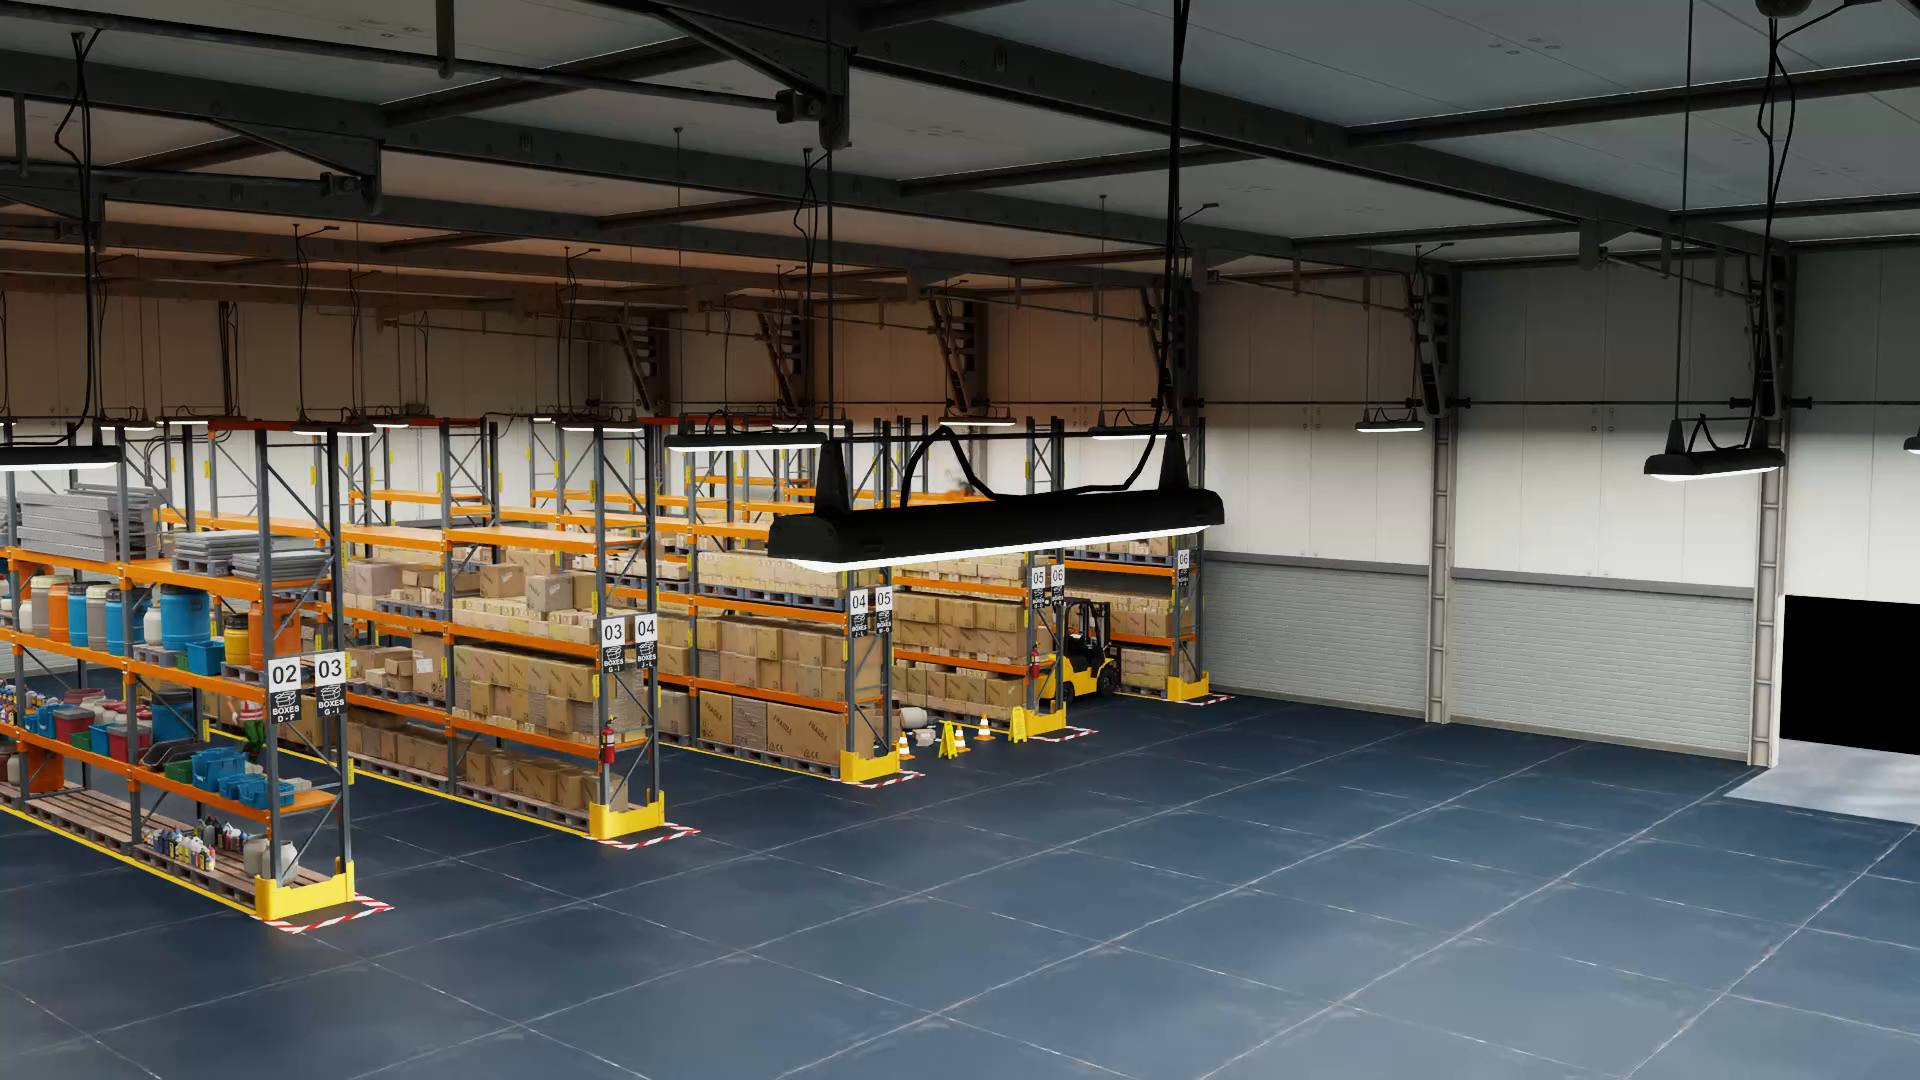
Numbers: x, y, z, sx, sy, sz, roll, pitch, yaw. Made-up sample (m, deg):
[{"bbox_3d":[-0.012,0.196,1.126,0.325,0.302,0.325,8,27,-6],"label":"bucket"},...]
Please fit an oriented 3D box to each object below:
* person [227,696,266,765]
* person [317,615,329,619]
[{"bbox_3d":[-12.092,3.081,28.474,0.603,1.739,0.664,4,6,39],"label":"person"},{"bbox_3d":[-13.852,2.450,36.231,0.942,1.683,0.608,4,6,37],"label":"person"}]
